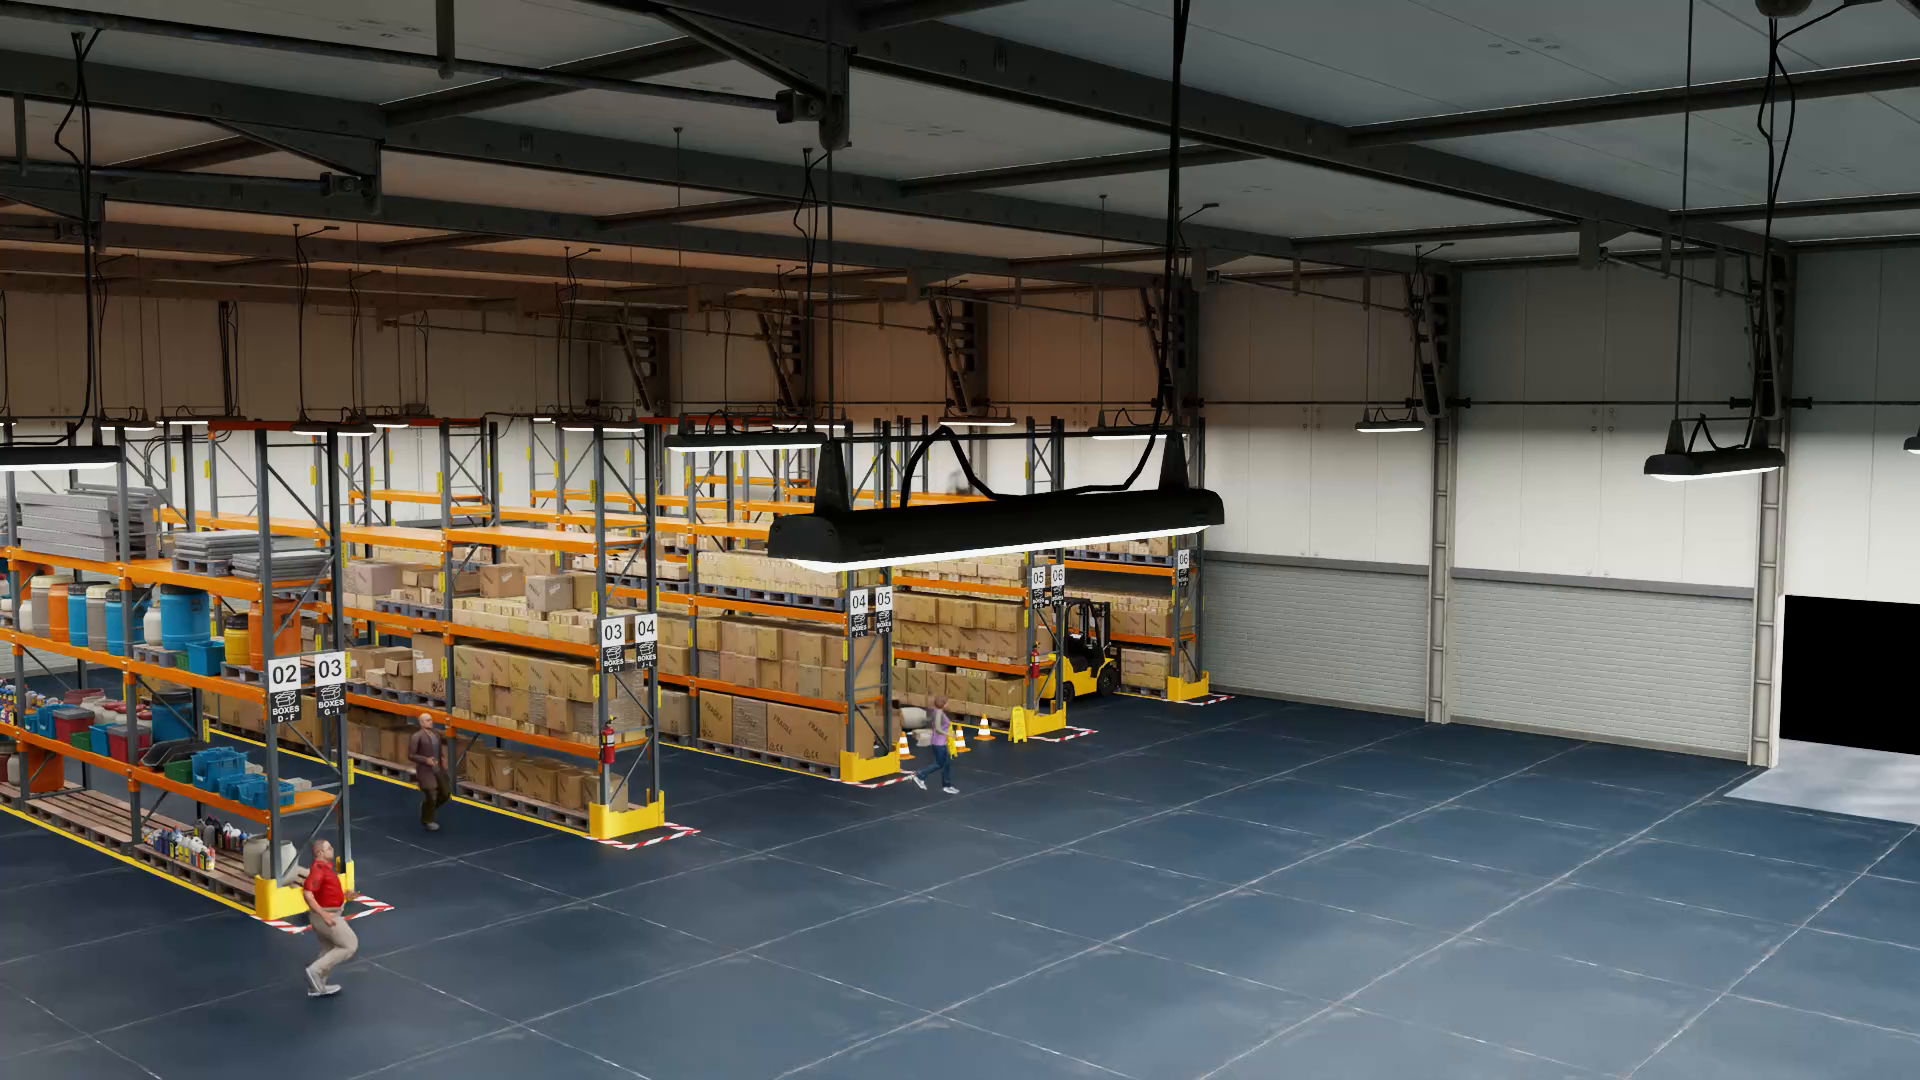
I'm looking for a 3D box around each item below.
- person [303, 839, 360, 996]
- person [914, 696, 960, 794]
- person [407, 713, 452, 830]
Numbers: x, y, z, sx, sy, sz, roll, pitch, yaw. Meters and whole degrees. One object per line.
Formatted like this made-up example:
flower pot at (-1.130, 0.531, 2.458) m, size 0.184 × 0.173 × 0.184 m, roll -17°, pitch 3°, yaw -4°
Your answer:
person at (-6.703, 4.013, 17.732) m, size 0.593 × 1.677 × 0.663 m, roll -2°, pitch 5°, yaw -26°
person at (-0.377, 3.309, 26.882) m, size 0.747 × 1.605 × 0.565 m, roll 0°, pitch 5°, yaw 0°
person at (-7.807, 3.418, 24.567) m, size 0.651 × 1.729 × 0.703 m, roll 3°, pitch 5°, yaw 29°
